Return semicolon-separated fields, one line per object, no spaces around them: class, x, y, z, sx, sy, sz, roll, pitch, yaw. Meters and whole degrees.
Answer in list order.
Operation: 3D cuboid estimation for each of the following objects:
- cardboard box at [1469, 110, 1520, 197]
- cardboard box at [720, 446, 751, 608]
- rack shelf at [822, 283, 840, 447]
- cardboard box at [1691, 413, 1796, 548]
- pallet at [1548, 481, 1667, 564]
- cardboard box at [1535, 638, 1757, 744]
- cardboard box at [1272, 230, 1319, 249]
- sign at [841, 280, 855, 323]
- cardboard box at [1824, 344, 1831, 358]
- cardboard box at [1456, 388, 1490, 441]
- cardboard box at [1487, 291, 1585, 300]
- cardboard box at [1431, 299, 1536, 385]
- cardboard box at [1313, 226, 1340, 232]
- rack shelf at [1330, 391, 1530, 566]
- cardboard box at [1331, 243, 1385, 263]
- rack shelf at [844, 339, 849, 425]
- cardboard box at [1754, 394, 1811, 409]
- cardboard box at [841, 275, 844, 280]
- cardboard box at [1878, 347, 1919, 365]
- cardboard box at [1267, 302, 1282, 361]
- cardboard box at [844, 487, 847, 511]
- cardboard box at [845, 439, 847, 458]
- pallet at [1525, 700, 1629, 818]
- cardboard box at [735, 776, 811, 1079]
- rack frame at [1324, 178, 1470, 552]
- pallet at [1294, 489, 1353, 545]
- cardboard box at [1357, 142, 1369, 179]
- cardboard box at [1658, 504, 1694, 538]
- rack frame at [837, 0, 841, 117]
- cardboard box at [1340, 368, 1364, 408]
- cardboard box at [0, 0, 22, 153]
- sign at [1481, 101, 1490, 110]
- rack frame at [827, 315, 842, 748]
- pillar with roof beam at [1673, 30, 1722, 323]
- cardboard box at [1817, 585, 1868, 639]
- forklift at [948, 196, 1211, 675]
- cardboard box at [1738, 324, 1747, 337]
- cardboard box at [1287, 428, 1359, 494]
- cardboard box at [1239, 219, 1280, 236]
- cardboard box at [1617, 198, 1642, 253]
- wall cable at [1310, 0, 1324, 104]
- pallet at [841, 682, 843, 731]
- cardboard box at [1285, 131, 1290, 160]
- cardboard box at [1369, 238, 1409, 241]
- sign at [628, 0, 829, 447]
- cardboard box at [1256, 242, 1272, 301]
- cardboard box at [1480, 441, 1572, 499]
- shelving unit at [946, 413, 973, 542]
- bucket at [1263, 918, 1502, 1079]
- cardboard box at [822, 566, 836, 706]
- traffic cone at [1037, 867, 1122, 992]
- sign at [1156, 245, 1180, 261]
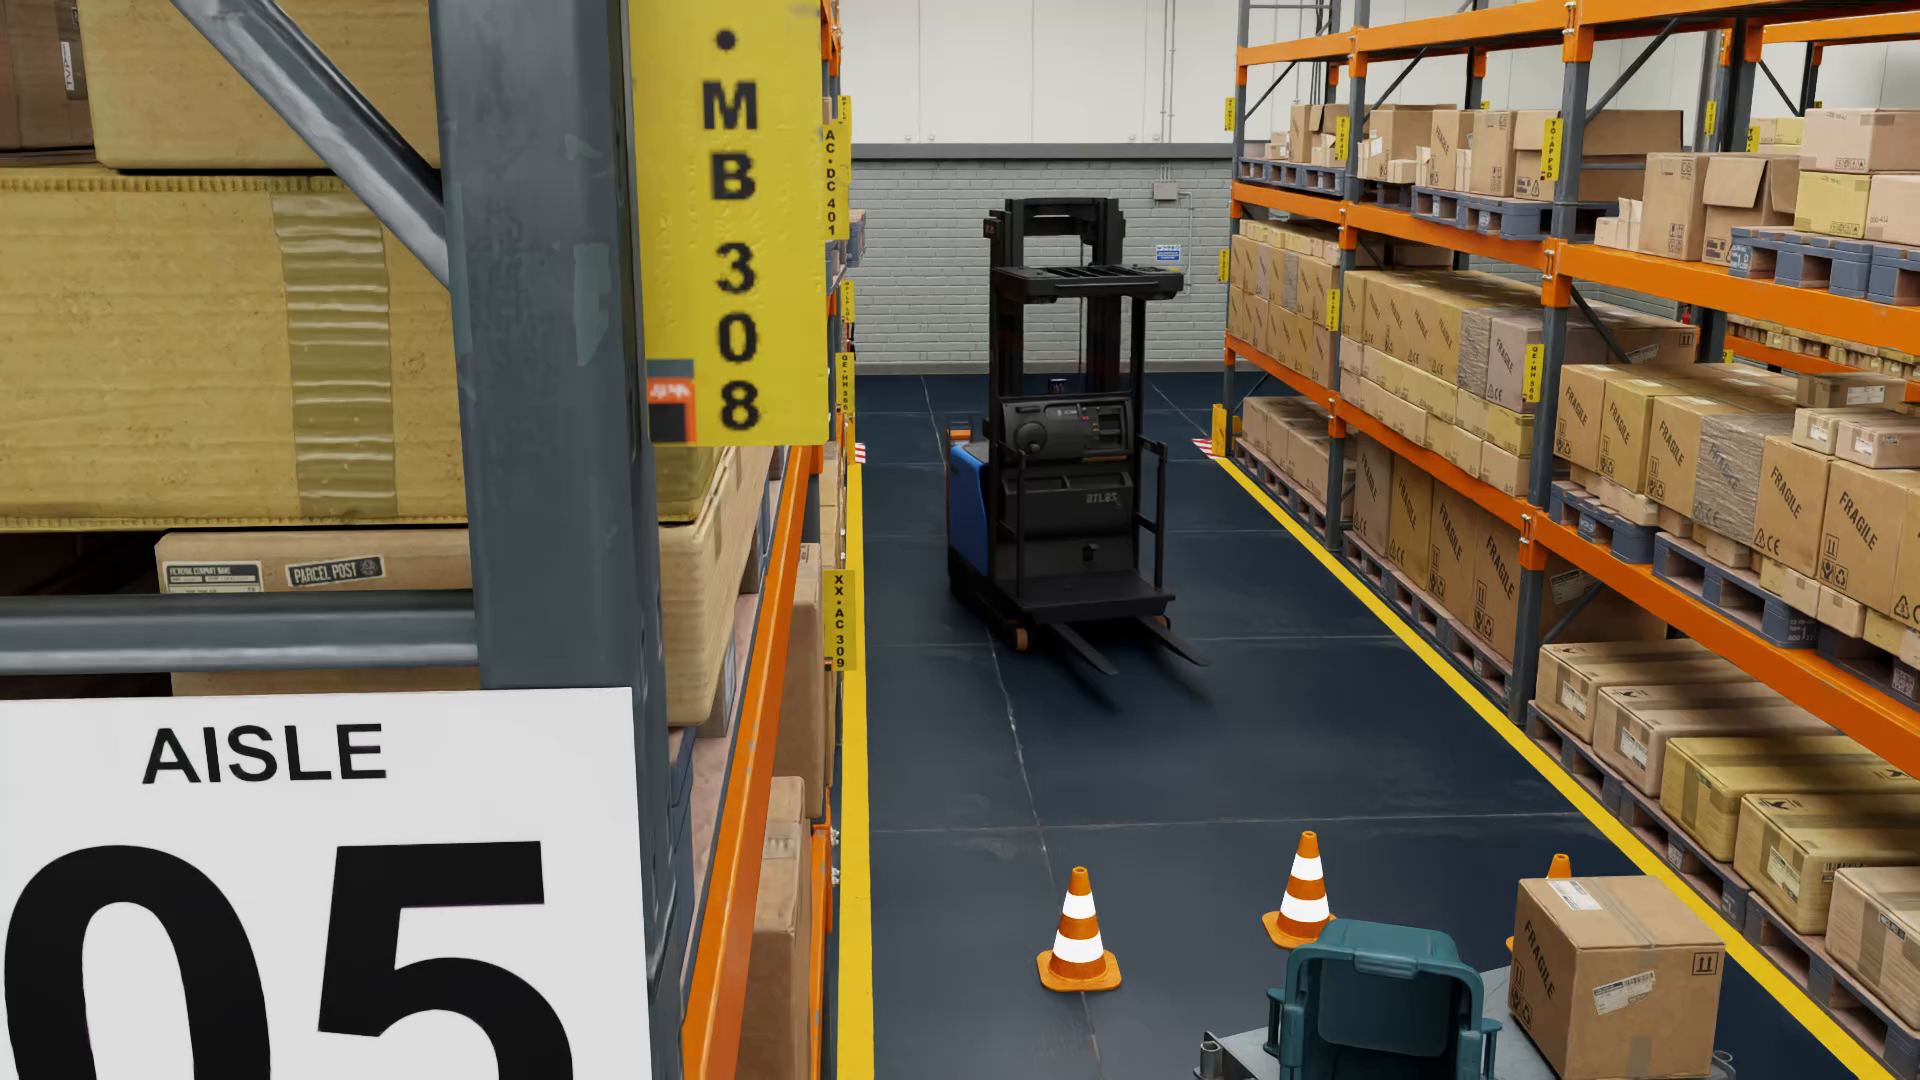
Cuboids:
cardboard box;3.510;-2.328;9.993;0.700;0.500;0.500;-2;15;-6
cardboard box;-0.396;-0.026;1.548;0.380;0.149;0.250;-1;14;-3
rack shelf;-1.050;-0.886;6.874;1.077;0.370;4.000;-1;14;-3
cardboard box;3.660;-0.275;7.435;0.500;0.500;0.500;-1;14;-6
pallet;3.911;-0.112;8.827;1.213;0.211;1.003;-1;14;-3
cardboard box;3.786;0.829;9.214;0.950;0.372;0.625;-2;15;-7
cardboard box;3.065;-2.738;15.140;0.380;0.149;0.250;-1;14;-5
sign;-0.868;-1.844;12.850;0.100;0.325;0.005;-1;14;-3
cardboard box;8.179;-1.730;15.235;0.380;0.149;0.250;-1;14;-3
cardboard box;3.442;-0.794;10.391;0.500;0.250;0.500;-1;14;-5
cardboard box;3.889;-1.417;11.308;0.500;0.500;0.500;-1;14;-3
cardboard box;3.403;-1.289;10.809;0.500;0.500;0.500;-1;14;-3
cardboard box;3.547;-2.876;15.675;0.380;0.149;0.250;-1;14;-4
rack shelf;3.637;-0.530;11.509;1.077;0.370;4.000;-1;14;-3
cardboard box;3.268;-2.361;13.675;0.380;0.149;0.250;-1;14;-2
rack shelf;-1.545;-1.423;14.981;1.077;0.370;4.000;-1;14;-3
cardboard box;4.142;-0.414;7.975;0.500;0.500;0.500;-2;15;-7
cardboard box;-1.254;-2.321;14.223;0.500;0.500;0.500;-1;14;-3
cardboard box;8.192;-1.647;14.113;0.500;0.250;0.500;-1;14;-2
cardboard box;3.129;-1.918;15.262;0.500;0.500;0.500;0;14;-2
cardboard box;-1.125;-0.336;13.593;0.380;0.149;0.250;0;14;-1
cardboard box;-1.312;-0.901;16.388;0.380;0.149;0.250;0;14;-2
pallet;3.808;1.164;9.078;1.003;0.211;1.213;-1;14;-3
cardboard box;-0.688;0.745;2.642;0.875;0.550;0.550;-1;14;-3
rack frame;3.513;-1.375;13.352;1.000;3.000;0.127;-1;14;-3
pallet;3.544;-0.215;14.440;1.003;0.211;1.213;-1;14;-3
cardboard box;3.194;-2.837;12.438;0.396;0.266;0.258;-1;14;-4
cardboard box;3.639;-0.112;8.102;0.380;0.149;0.250;0;14;0
rack frame;-1.669;-5.174;16.077;1.000;3.000;0.127;-1;14;-3
cardboard box;3.277;-1.189;12.930;0.500;0.250;0.500;-1;14;-5
cardboard box;-1.052;-0.399;1.399;0.380;0.149;0.250;-1;14;-3
sign;4.054;-3.242;12.917;0.100;0.325;0.005;-1;14;-3
rack frame;-1.174;-0.279;9.091;1.000;3.000;0.127;-1;14;-3
pillar with roof beam;4.655;-5.971;19.175;9.100;9.000;0.400;-1;14;-3
cardboard box;3.651;0.279;6.582;0.380;0.149;0.250;-1;14;-4
forklift;0.801;-0.781;11.178;1.130;2.935;3.031;-4;15;-15
cardboard box;8.078;-2.113;16.722;0.380;0.149;0.250;-1;14;-4
cardboard box;3.525;-0.718;15.098;0.875;0.438;0.875;-1;14;-5
cardboard box;3.011;-3.124;16.641;0.380;0.149;0.250;-1;14;-2
cardboard box;3.626;-1.624;8.568;0.396;0.266;0.258;-1;14;-3
wall cable;6.165;-6.749;22.121;2.988;3.039;0.133;-1;14;-3
pallet;-1.221;0.877;10.194;1.003;0.211;1.213;-1;14;-3
cardboard box;3.308;-3.659;15.341;0.500;0.311;0.500;-1;14;-2
cardboard box;3.708;-2.494;14.191;0.380;0.149;0.250;-1;14;-4
sign;-0.124;-0.211;0.894;0.100;0.325;0.005;-1;14;-3
cardboard box;3.089;-2.523;15.605;0.500;0.500;0.500;-1;14;-4
cardboard box;3.470;-0.430;9.978;0.500;0.250;0.500;-1;14;-5
shelving unit;-0.003;-0.522;13.947;0.215;1.050;0.252;-1;14;-3
bucket;1.384;1.563;5.450;0.726;0.611;0.620;4;5;16
cardboard box;-0.722;0.407;6.225;0.500;0.500;0.500;-1;14;-3
traffic cone;0.498;1.587;6.928;0.336;0.463;0.334;-1;14;-3
sign;2.840;-3.918;22.690;0.327;0.218;0.001;-1;14;-3
